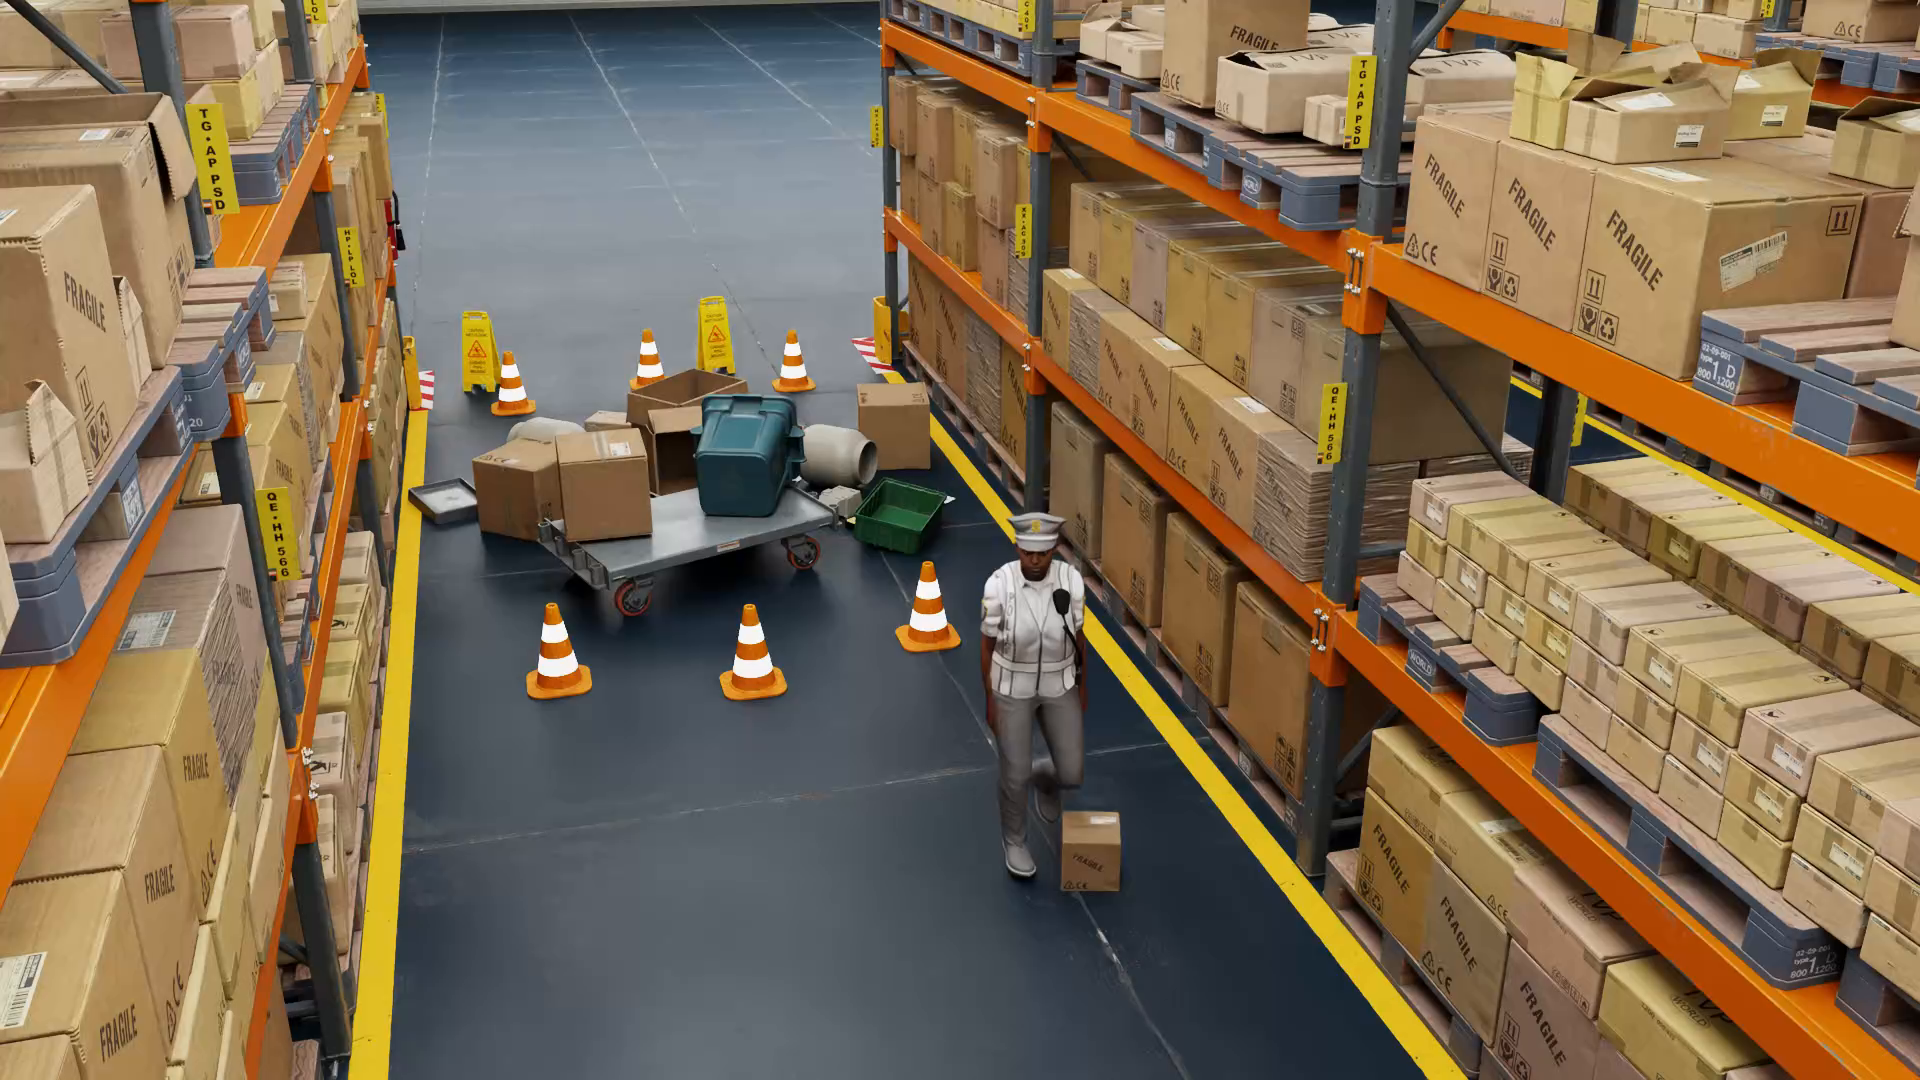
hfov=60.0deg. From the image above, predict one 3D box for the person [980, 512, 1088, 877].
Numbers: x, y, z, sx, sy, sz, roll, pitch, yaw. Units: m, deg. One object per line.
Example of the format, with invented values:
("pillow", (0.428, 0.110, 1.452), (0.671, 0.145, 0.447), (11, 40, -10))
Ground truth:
("person", (0.309, 0.603, 7.100), (0.475, 1.673, 0.502), (-3, 23, -7))
